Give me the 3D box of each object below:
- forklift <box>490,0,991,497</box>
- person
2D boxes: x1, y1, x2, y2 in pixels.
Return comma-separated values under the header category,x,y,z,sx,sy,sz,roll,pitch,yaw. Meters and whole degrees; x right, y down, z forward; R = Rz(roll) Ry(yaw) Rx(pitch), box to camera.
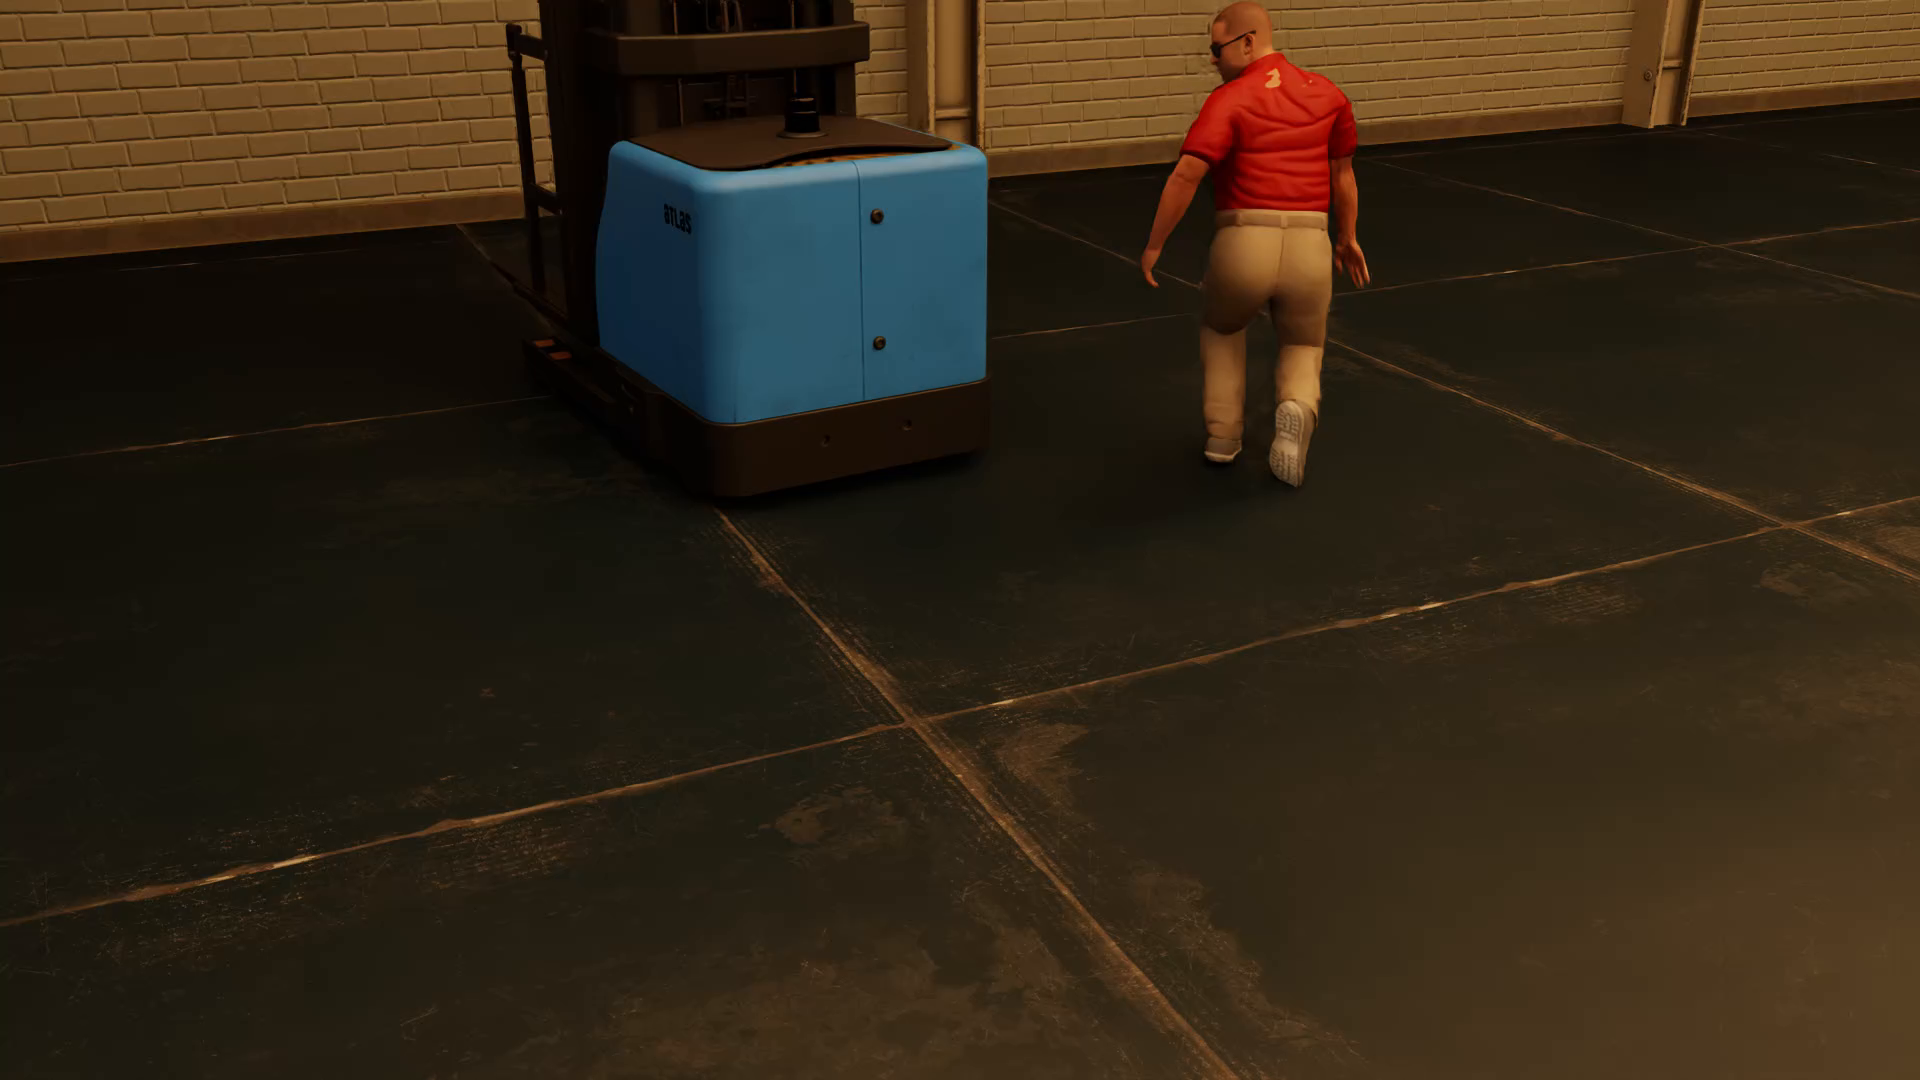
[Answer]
category,x,y,z,sx,sy,sz,roll,pitch,yaw
forklift,-1.085,-2.006,6.116,1.130,2.935,3.031,-13,26,-28
person,1.020,-0.963,5.489,0.831,1.528,0.648,-2,23,-5
